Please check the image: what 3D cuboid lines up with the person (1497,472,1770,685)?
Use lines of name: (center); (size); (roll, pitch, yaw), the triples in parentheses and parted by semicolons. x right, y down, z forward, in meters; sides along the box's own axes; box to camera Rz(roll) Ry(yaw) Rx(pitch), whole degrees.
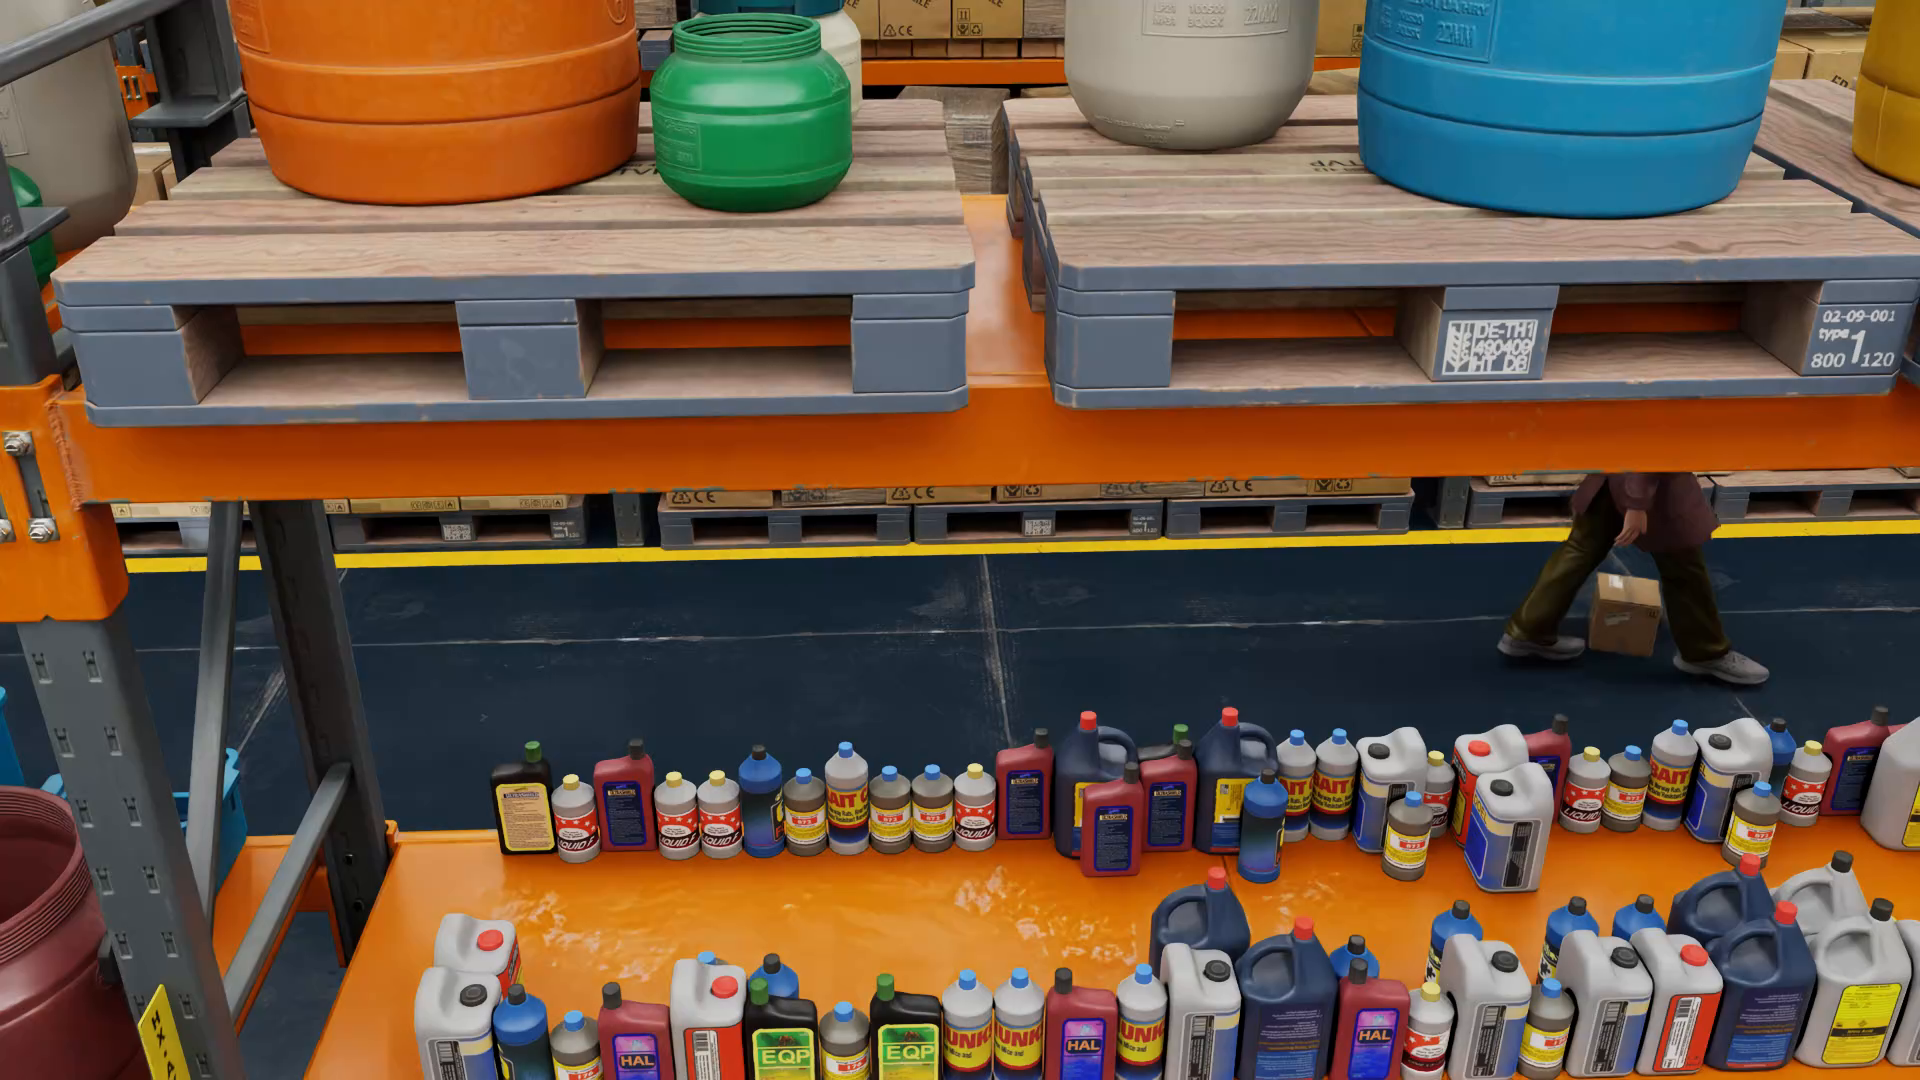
person: (2.797, -0.259, 6.610); (1.054, 1.731, 0.627); (-2, 27, -5)
